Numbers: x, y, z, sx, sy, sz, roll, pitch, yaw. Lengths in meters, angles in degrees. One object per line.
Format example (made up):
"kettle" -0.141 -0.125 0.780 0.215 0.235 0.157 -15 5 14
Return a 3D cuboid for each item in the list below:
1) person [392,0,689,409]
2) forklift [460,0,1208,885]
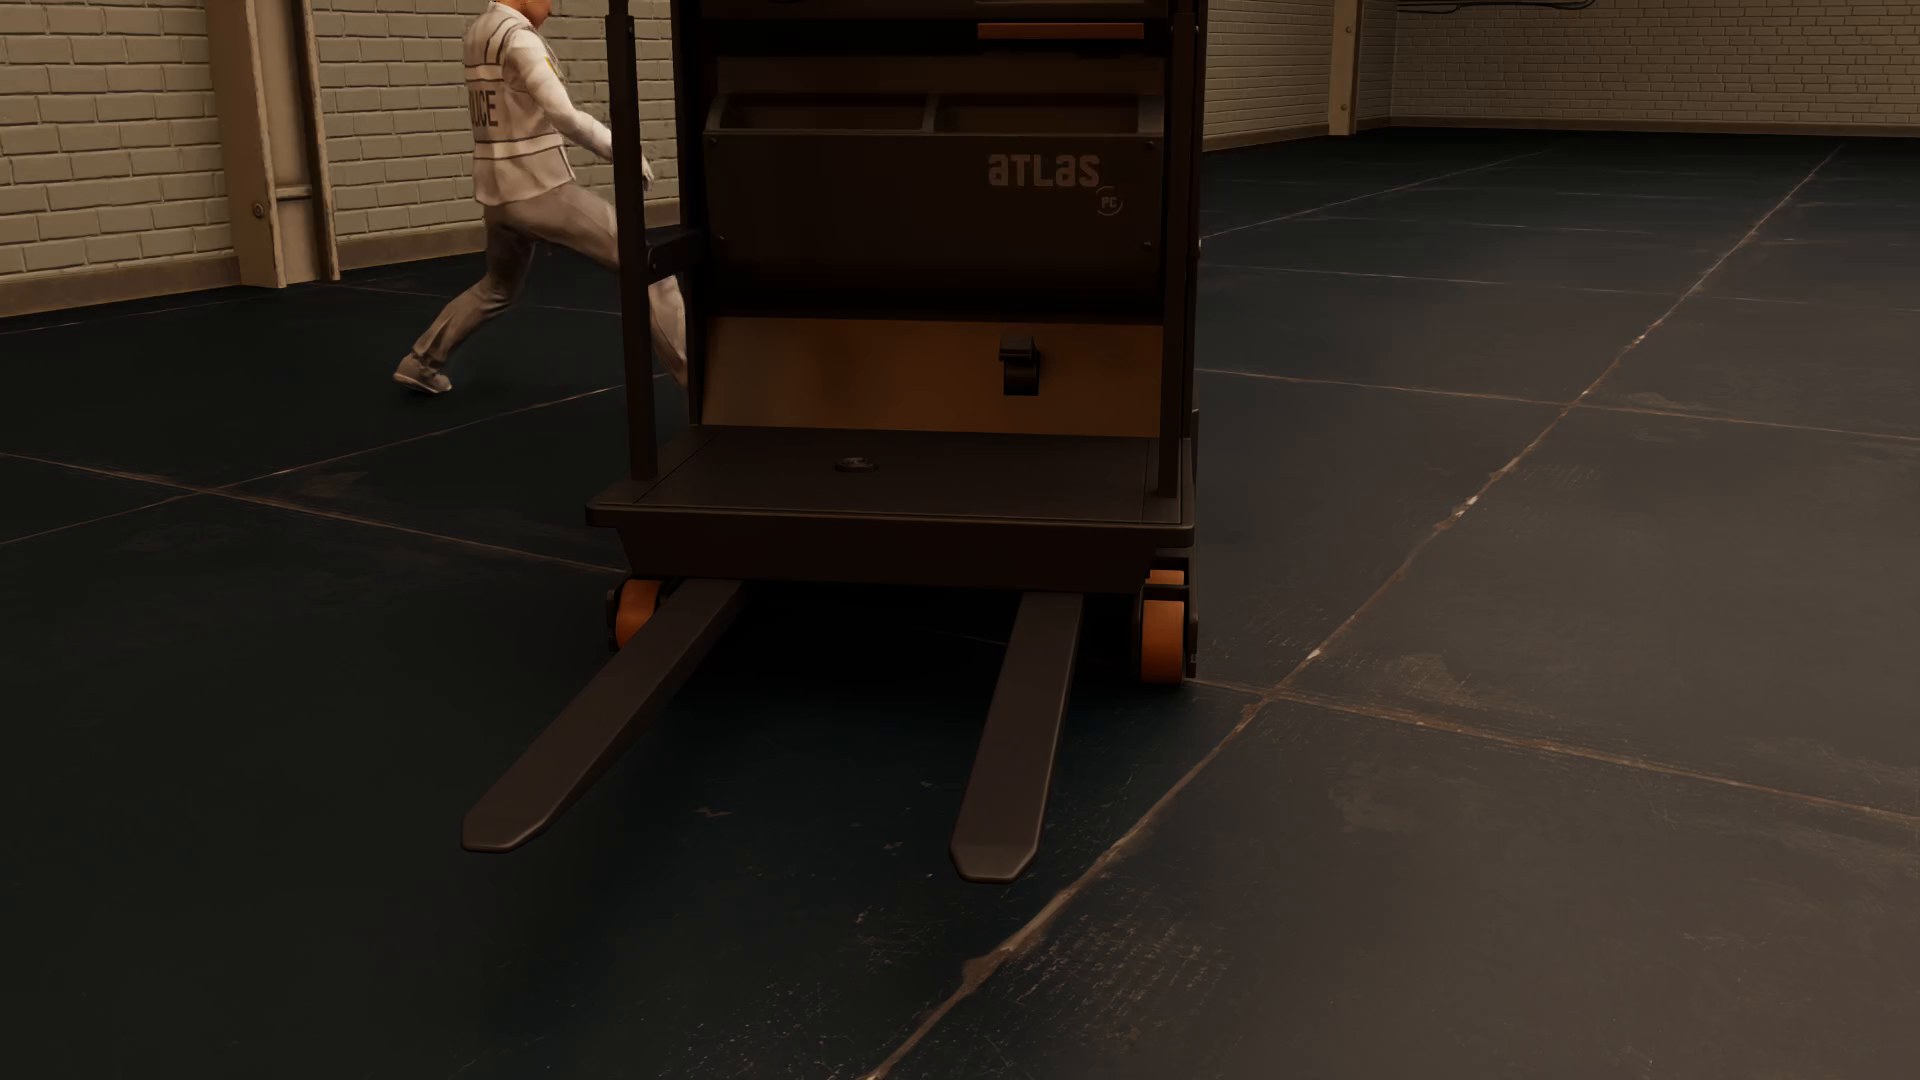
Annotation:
"person" -1.313 -1.168 5.430 0.964 1.496 1.066 -12 20 -34
"forklift" -0.078 -1.236 3.048 1.130 2.935 3.031 2 17 7
